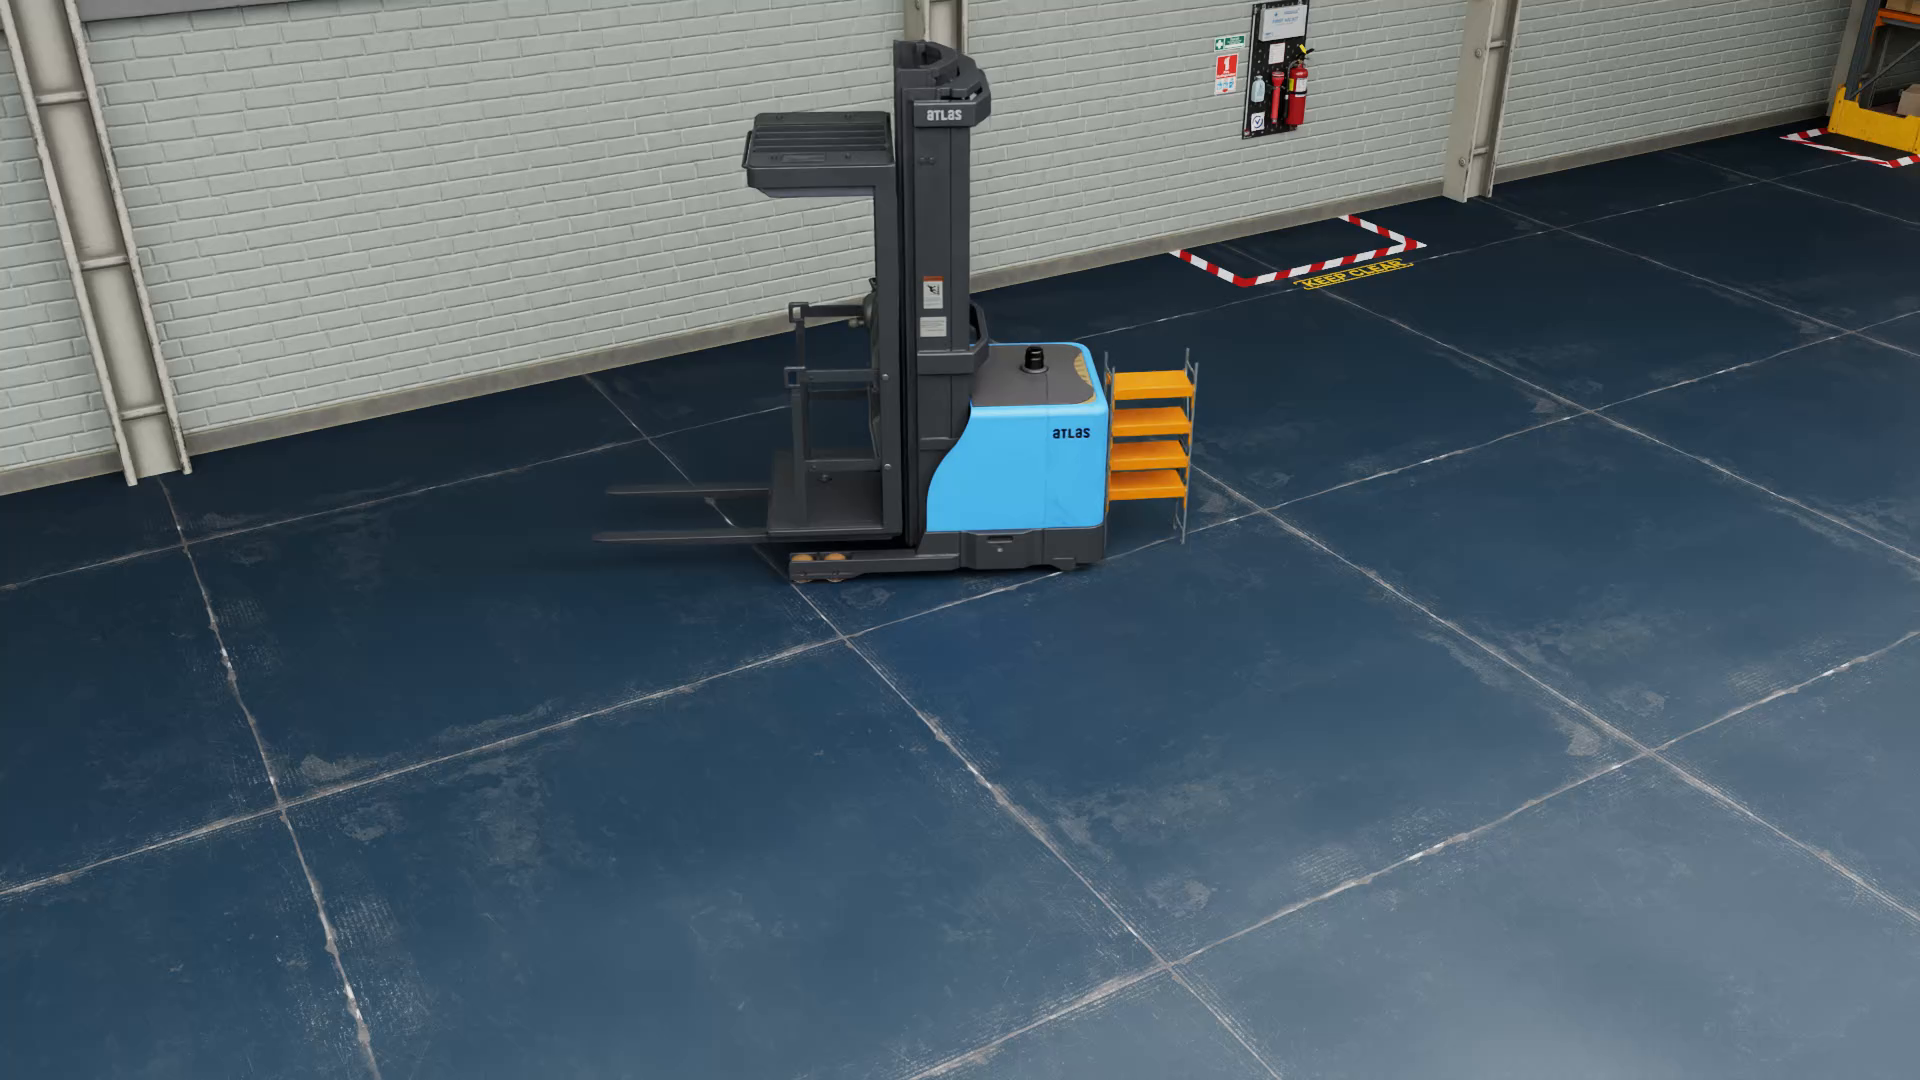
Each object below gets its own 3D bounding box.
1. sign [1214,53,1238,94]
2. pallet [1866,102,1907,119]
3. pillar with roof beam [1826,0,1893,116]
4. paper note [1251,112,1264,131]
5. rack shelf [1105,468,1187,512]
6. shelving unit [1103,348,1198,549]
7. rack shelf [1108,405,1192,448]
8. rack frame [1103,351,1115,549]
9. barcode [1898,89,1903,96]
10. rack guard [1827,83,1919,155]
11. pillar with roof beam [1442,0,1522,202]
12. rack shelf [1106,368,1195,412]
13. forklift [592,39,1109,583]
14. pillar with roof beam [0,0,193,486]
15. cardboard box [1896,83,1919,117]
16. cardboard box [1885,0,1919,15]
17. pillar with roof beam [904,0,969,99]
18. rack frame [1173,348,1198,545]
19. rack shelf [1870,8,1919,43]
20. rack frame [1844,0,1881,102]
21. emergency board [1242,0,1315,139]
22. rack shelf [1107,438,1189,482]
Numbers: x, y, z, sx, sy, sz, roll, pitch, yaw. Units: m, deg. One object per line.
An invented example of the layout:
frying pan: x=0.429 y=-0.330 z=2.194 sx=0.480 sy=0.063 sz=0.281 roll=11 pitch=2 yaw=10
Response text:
sign: x=2.314 y=-4.050 z=14.447 sx=0.234 sy=0.329 sz=0.001 roll=-16 pitch=33 yaw=-26
pallet: x=10.784 y=-4.634 z=18.429 sx=1.213 sy=0.211 sz=1.003 roll=-16 pitch=33 yaw=-26
pillar with roof beam: x=12.347 y=-7.017 z=13.652 sx=0.400 sy=9.000 sz=9.100 roll=-16 pitch=33 yaw=-26
paper note: x=2.655 y=-3.726 z=14.809 sx=0.142 sy=0.148 sz=0.016 roll=-16 pitch=33 yaw=-26
rack shelf: x=1.112 y=-0.308 z=10.113 sx=0.480 sy=0.148 sz=0.258 roll=-3 pitch=29 yaw=-6
shelving unit: x=1.113 y=-0.540 z=9.984 sx=0.503 sy=1.200 sz=0.258 roll=-3 pitch=29 yaw=-6
rack shelf: x=1.113 y=-0.677 z=9.909 sx=0.480 sy=0.148 sz=0.258 roll=-3 pitch=29 yaw=-6
rack frame: x=0.870 y=-0.527 z=9.960 sx=0.015 sy=1.200 sz=0.240 roll=-3 pitch=29 yaw=-6
barcode: x=10.455 y=-4.975 z=18.478 sx=0.075 sy=0.075 sz=0.001 roll=-16 pitch=33 yaw=-26
rack guard: x=10.066 y=-4.577 z=18.025 sx=0.348 sy=0.500 sz=1.175 roll=-16 pitch=33 yaw=-26
pillar with roof beam: x=7.174 y=-5.549 z=10.991 sx=0.400 sy=9.000 sz=9.100 roll=-16 pitch=33 yaw=-26
rack shelf: x=1.114 y=-0.884 z=9.794 sx=0.480 sy=0.148 sz=0.258 roll=-3 pitch=29 yaw=-6
forklift: x=-0.677 y=-1.294 z=9.561 sx=3.031 sy=2.935 sz=1.130 roll=-2 pitch=29 yaw=-3
pillar with roof beam: x=-3.172 y=-2.611 z=5.668 sx=0.400 sy=9.000 sz=9.100 roll=-16 pitch=33 yaw=-26
cardboard box: x=10.642 y=-4.800 z=18.170 sx=0.500 sy=0.311 sz=0.500 roll=-20 pitch=35 yaw=-32
cardboard box: x=10.305 y=-5.791 z=17.773 sx=0.500 sy=0.250 sz=0.500 roll=-15 pitch=32 yaw=-26
pillar with roof beam: x=2.001 y=-4.080 z=8.329 sx=0.400 sy=9.000 sz=9.100 roll=-16 pitch=33 yaw=-26
rack frame: x=1.355 y=-0.553 z=10.009 sx=0.015 sy=1.200 sz=0.240 roll=-3 pitch=29 yaw=-6
rack shelf: x=11.725 y=-5.827 z=18.449 sx=4.000 sy=0.370 sz=1.077 roll=-16 pitch=33 yaw=-26
rack frame: x=10.000 y=-5.652 z=17.388 sx=0.127 sy=3.000 sz=1.000 roll=-16 pitch=33 yaw=-26
emergency board: x=2.843 y=-4.126 z=14.623 sx=0.643 sy=1.169 sz=0.194 roll=-16 pitch=33 yaw=-26
rack shelf: x=1.112 y=-0.481 z=10.017 sx=0.480 sy=0.148 sz=0.258 roll=-3 pitch=29 yaw=-6
